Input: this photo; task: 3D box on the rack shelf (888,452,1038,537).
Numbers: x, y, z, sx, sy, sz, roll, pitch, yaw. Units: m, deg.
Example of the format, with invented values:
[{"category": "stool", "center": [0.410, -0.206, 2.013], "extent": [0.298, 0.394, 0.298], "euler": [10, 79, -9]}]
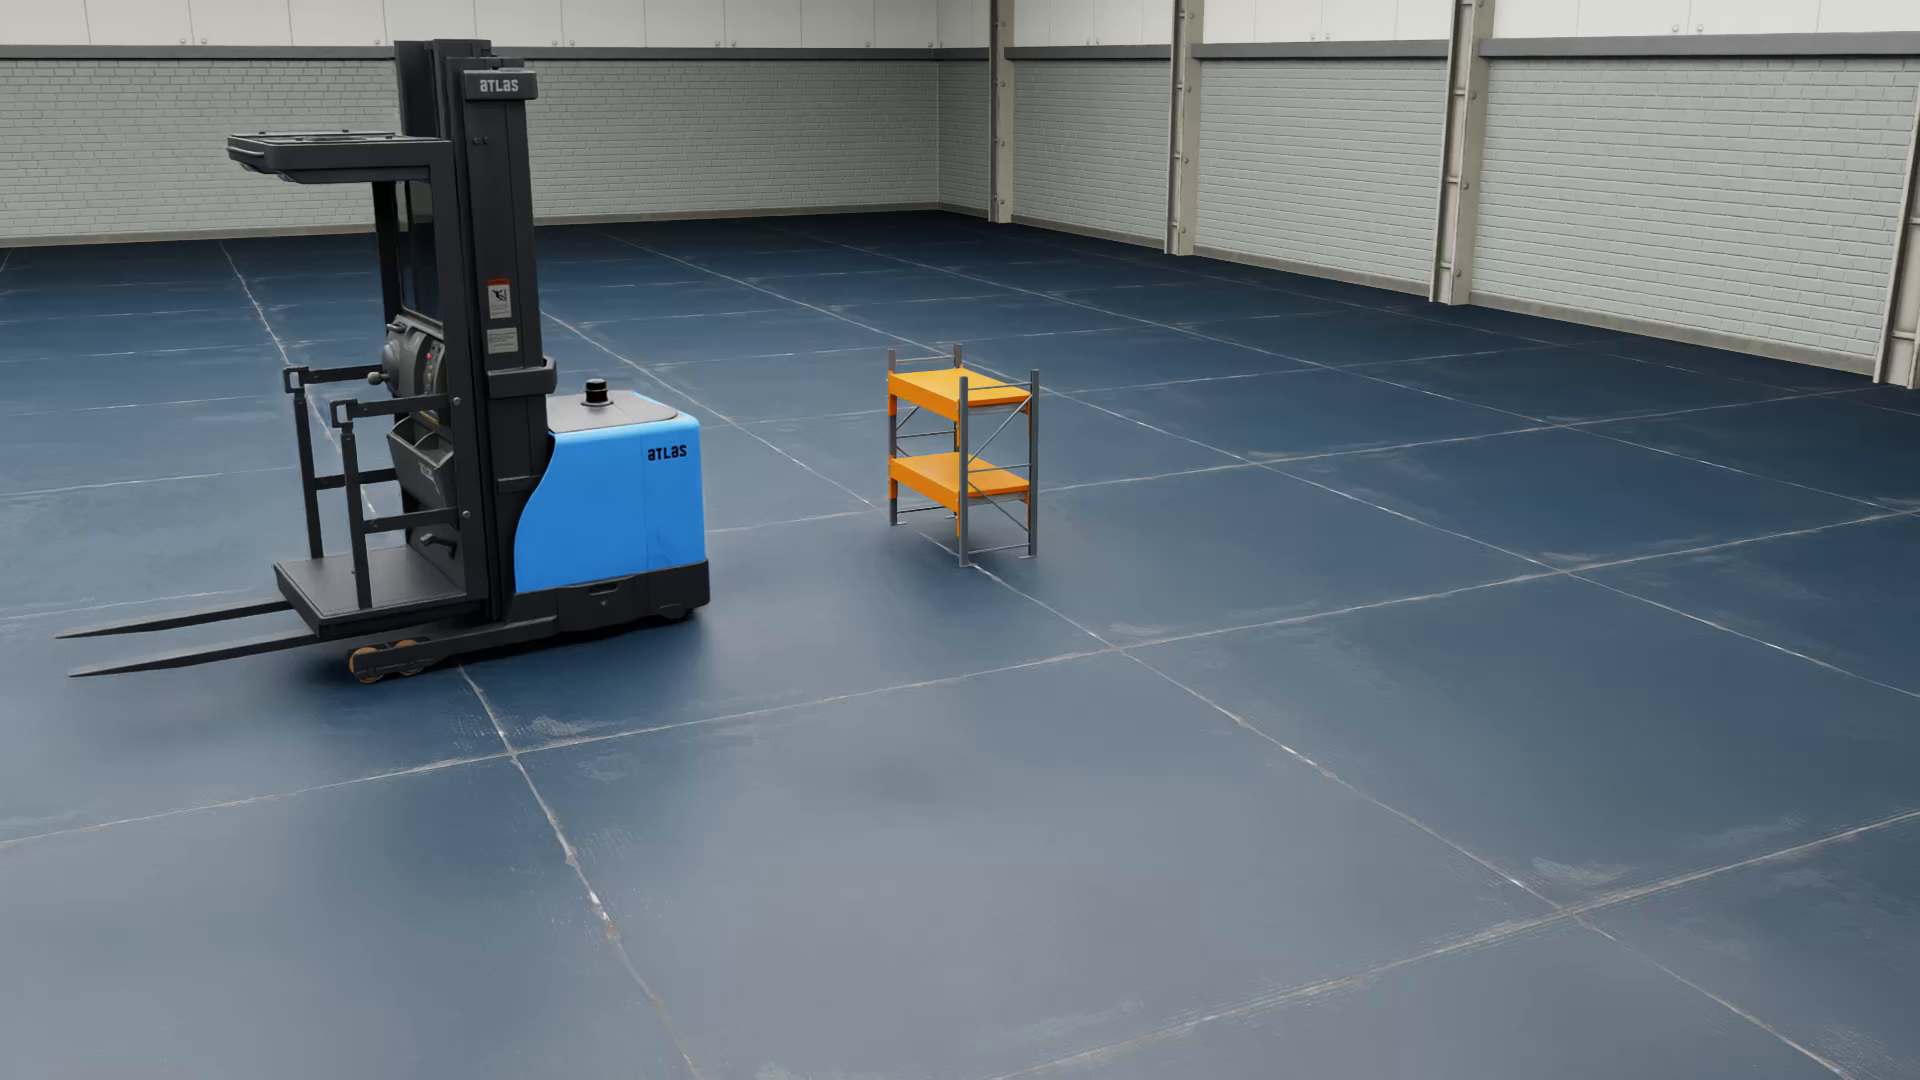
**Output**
[{"category": "rack shelf", "center": [0.003, -0.304, 10.157], "extent": [0.538, 0.278, 1.000], "euler": [-8, 18, -25]}]

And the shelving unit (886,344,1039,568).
[{"category": "shelving unit", "center": [0.003, -0.539, 10.090], "extent": [0.538, 1.125, 1.048], "euler": [-8, 18, -25]}]

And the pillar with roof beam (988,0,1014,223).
[{"category": "pillar with roof beam", "center": [-3.121, -9.695, 27.720], "extent": [9.100, 9.000, 0.400], "euler": [-8, 18, -25]}]

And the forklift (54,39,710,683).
[{"category": "forklift", "center": [-2.846, -0.897, 8.063], "extent": [3.031, 2.935, 1.130], "euler": [-10, 19, -31]}]

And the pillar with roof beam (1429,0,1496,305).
[{"category": "pillar with roof beam", "center": [2.136, -6.719, 17.352], "extent": [9.100, 9.000, 0.400], "euler": [-8, 18, -25]}]

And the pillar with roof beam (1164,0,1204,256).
[{"category": "pillar with roof beam", "center": [-0.493, -8.207, 22.536], "extent": [9.100, 9.000, 0.400], "euler": [-8, 18, -25]}]

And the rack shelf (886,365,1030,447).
[{"category": "rack shelf", "center": [0.003, -0.820, 10.009], "extent": [0.538, 0.278, 1.000], "euler": [-8, 18, -25]}]

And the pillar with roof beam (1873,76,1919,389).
[{"category": "pillar with roof beam", "center": [4.764, -5.232, 12.167], "extent": [9.100, 9.000, 0.400], "euler": [-8, 18, -25]}]

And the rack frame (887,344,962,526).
[{"category": "rack frame", "center": [-0.220, -0.665, 10.529], "extent": [0.500, 1.125, 0.032], "euler": [-8, 18, -25]}]

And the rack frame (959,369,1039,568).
[{"category": "rack frame", "center": [0.226, -0.413, 9.650], "extent": [0.500, 1.125, 0.032], "euler": [-8, 18, -25]}]
